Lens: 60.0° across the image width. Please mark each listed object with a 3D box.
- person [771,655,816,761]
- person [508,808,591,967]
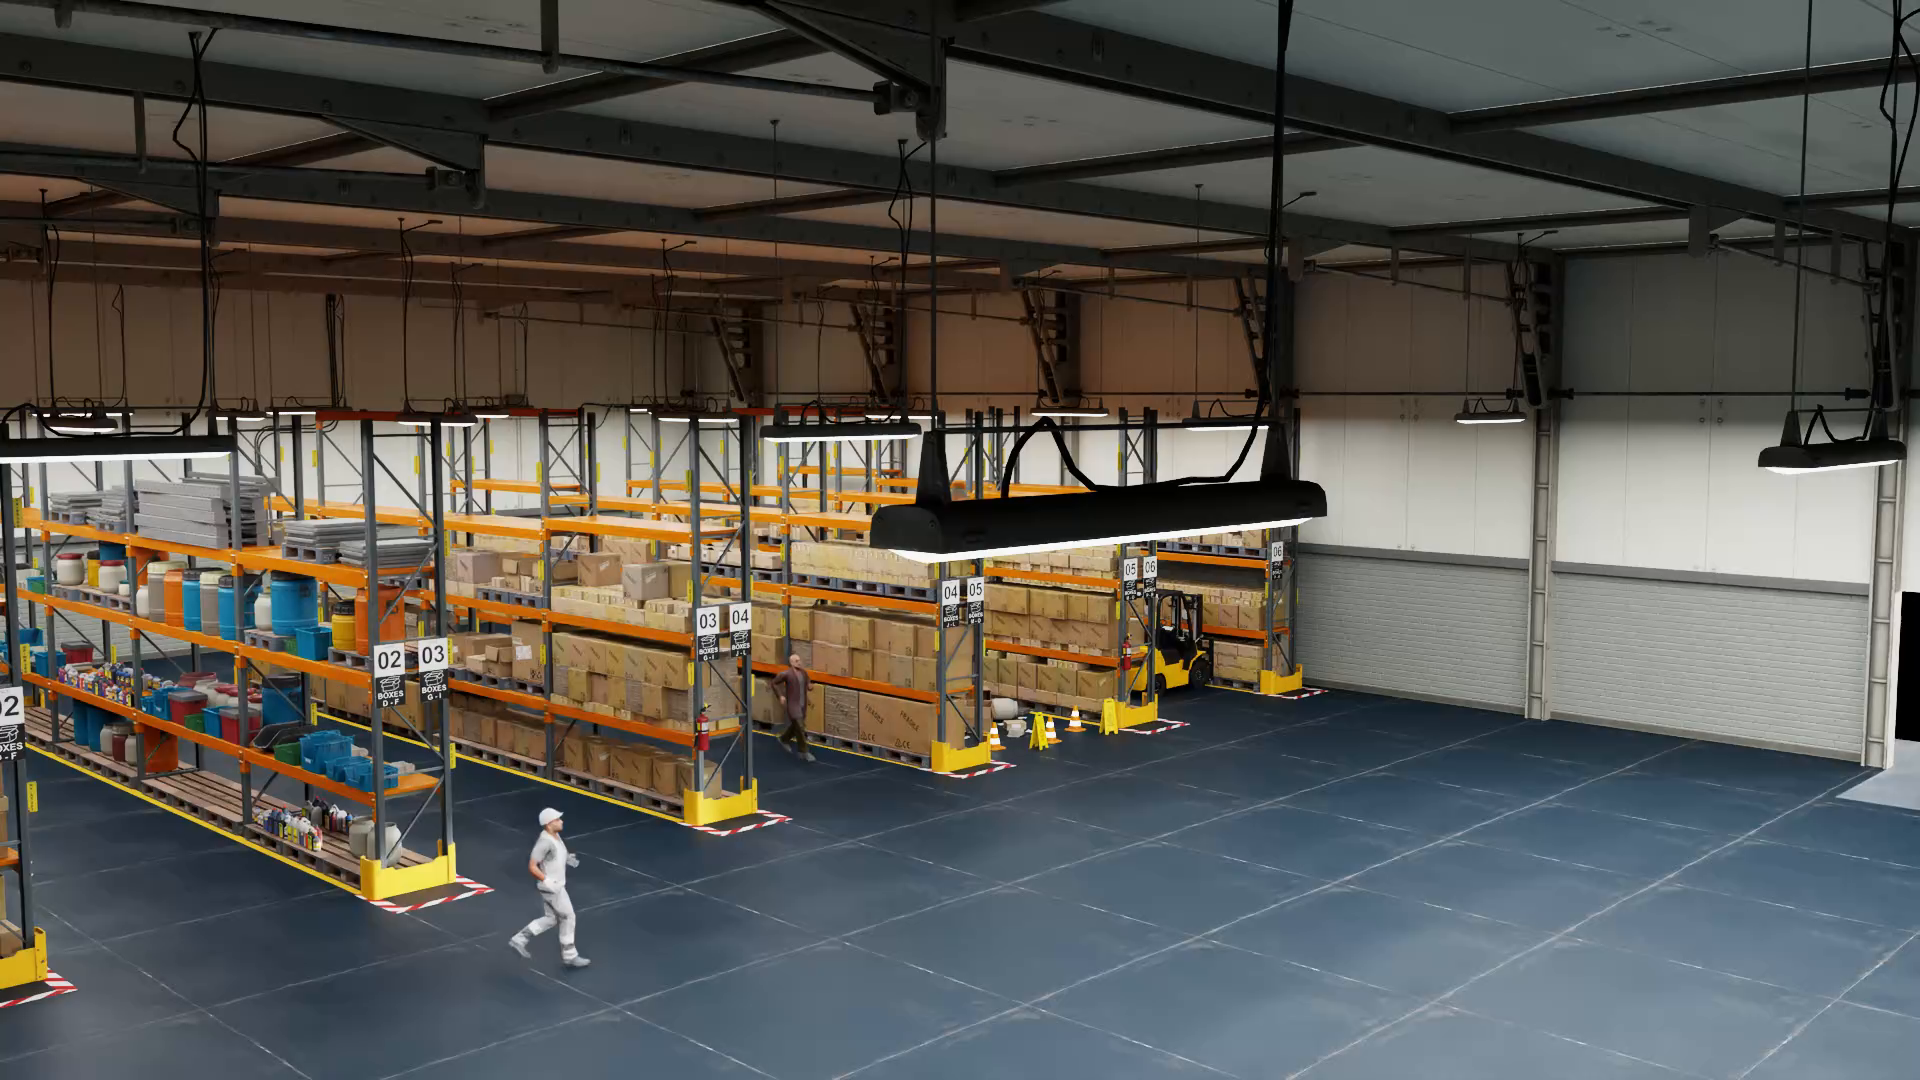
[{"bbox_3d":[-2.839,2.868,28.763,1.043,1.783,0.695,4,7,39],"label":"person"},{"bbox_3d":[-4.536,3.824,18.311,0.881,1.788,0.643,-1,5,-12],"label":"person"}]
